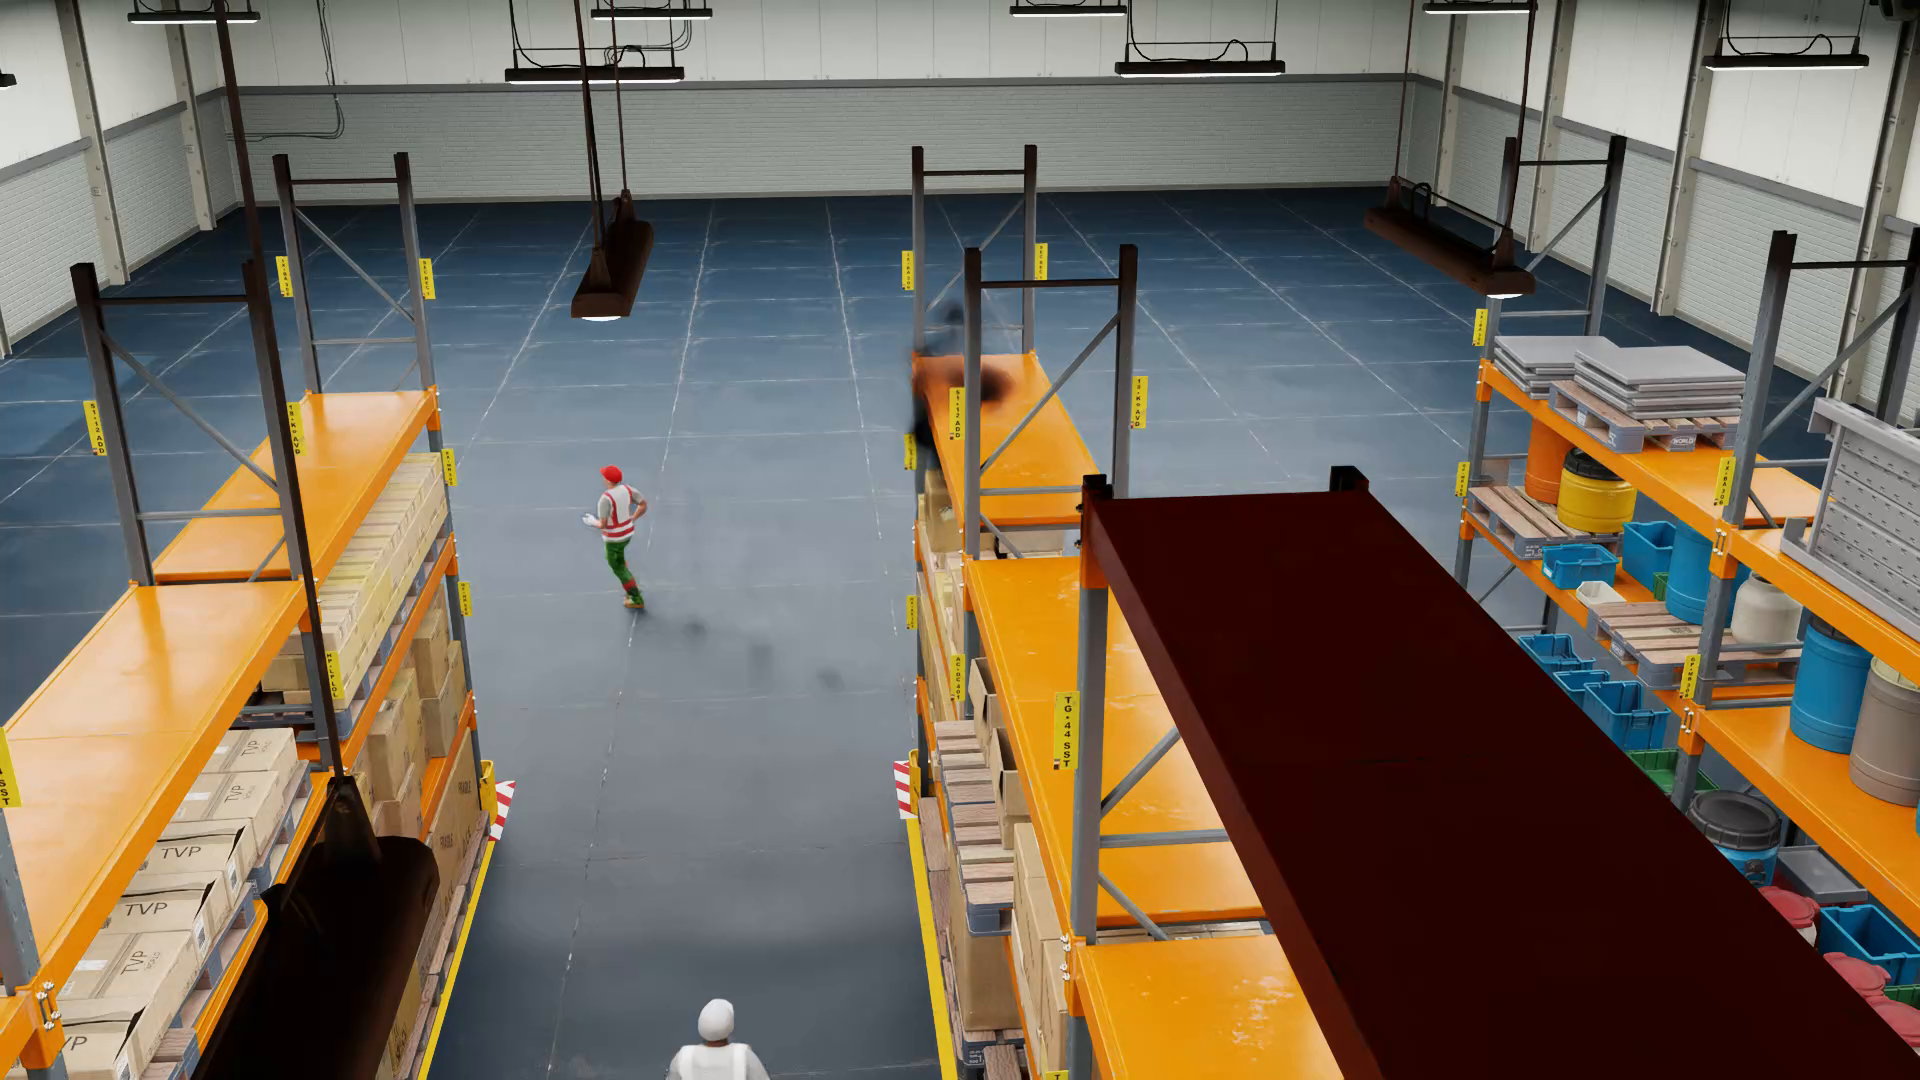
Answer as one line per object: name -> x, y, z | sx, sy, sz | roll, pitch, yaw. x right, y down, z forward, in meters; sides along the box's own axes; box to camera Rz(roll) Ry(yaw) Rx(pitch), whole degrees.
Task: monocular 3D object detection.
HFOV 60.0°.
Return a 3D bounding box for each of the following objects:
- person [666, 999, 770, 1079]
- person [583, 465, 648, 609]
person -> -1.470, 3.568, 10.232 | 0.655, 1.758, 0.650 | -4, 22, -10
person -> -4.010, -0.048, 19.352 | 0.670, 1.768, 0.634 | 10, 24, 24
